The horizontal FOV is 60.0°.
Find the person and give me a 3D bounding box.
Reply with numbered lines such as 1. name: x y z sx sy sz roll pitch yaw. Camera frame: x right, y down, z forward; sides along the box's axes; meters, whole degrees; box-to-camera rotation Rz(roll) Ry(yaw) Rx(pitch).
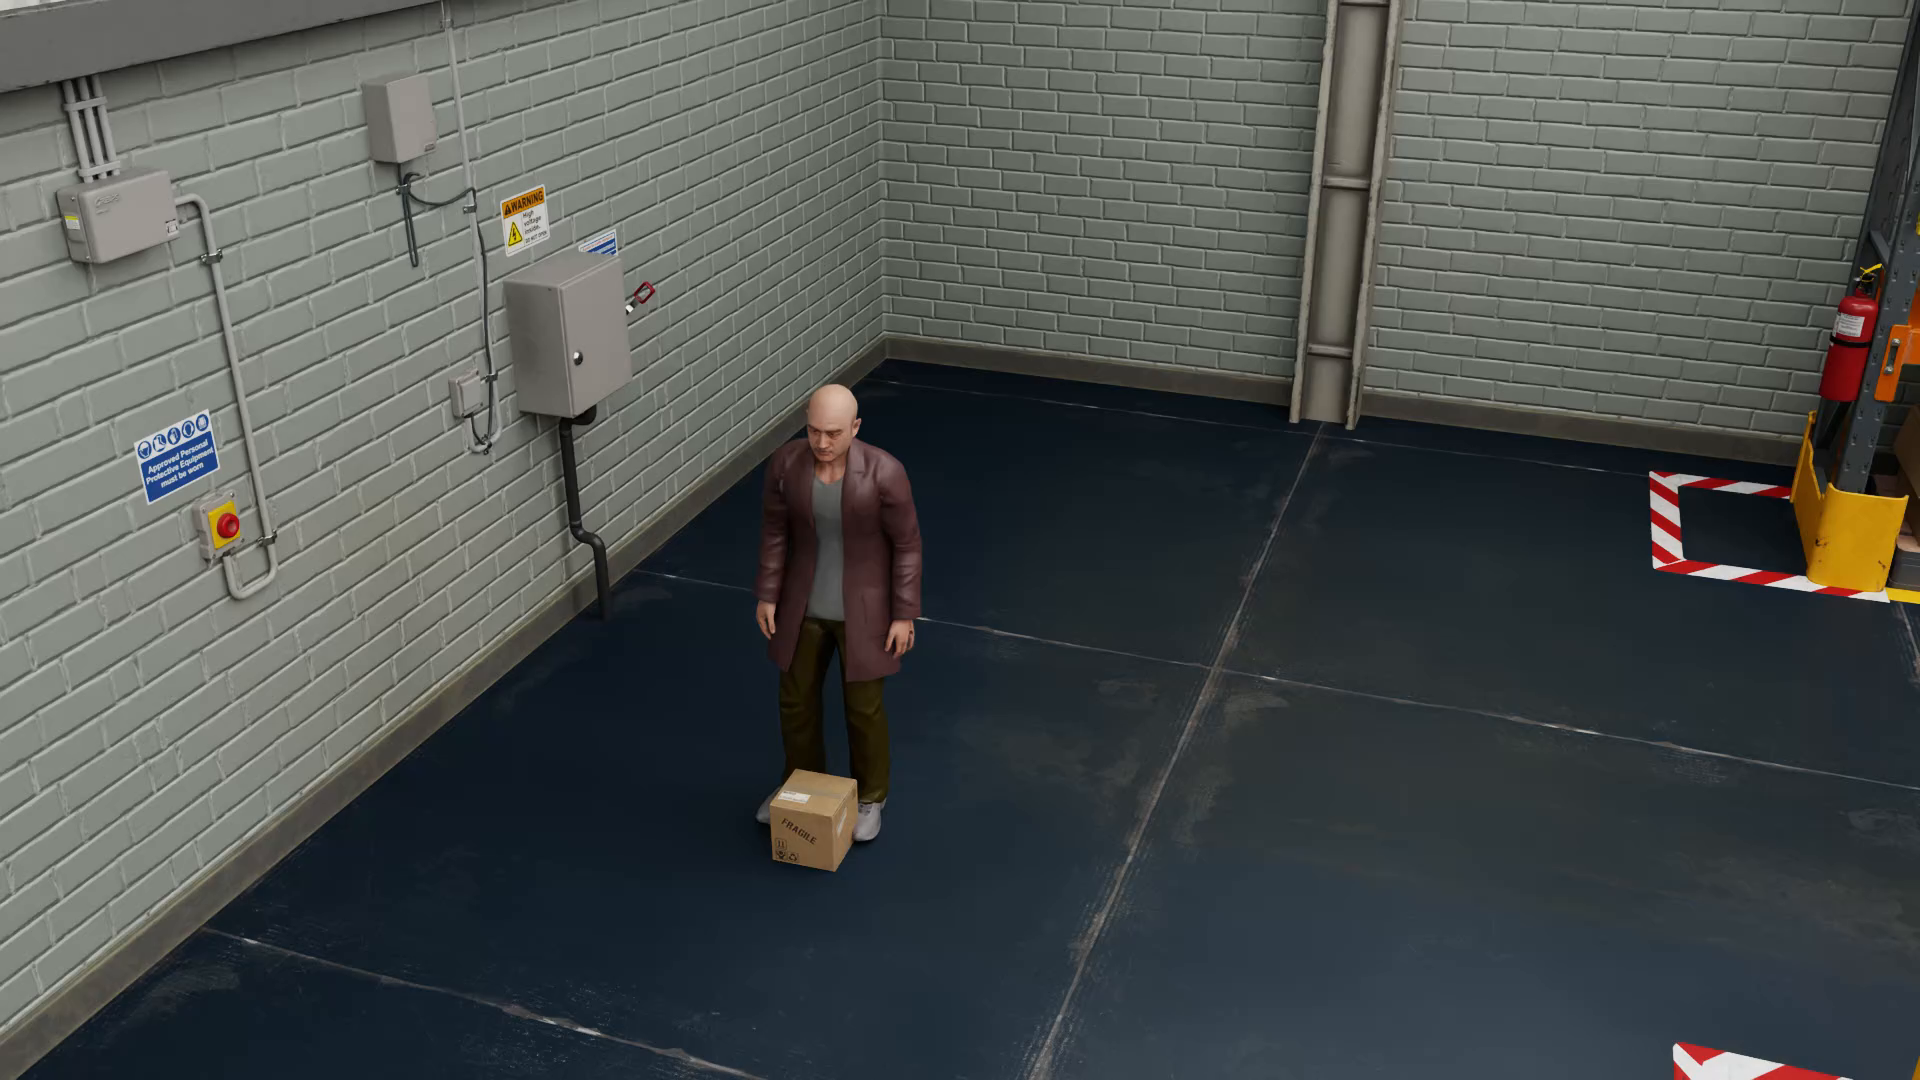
1. person: -0.451 0.255 6.092 0.647 1.772 0.429 7 26 14
